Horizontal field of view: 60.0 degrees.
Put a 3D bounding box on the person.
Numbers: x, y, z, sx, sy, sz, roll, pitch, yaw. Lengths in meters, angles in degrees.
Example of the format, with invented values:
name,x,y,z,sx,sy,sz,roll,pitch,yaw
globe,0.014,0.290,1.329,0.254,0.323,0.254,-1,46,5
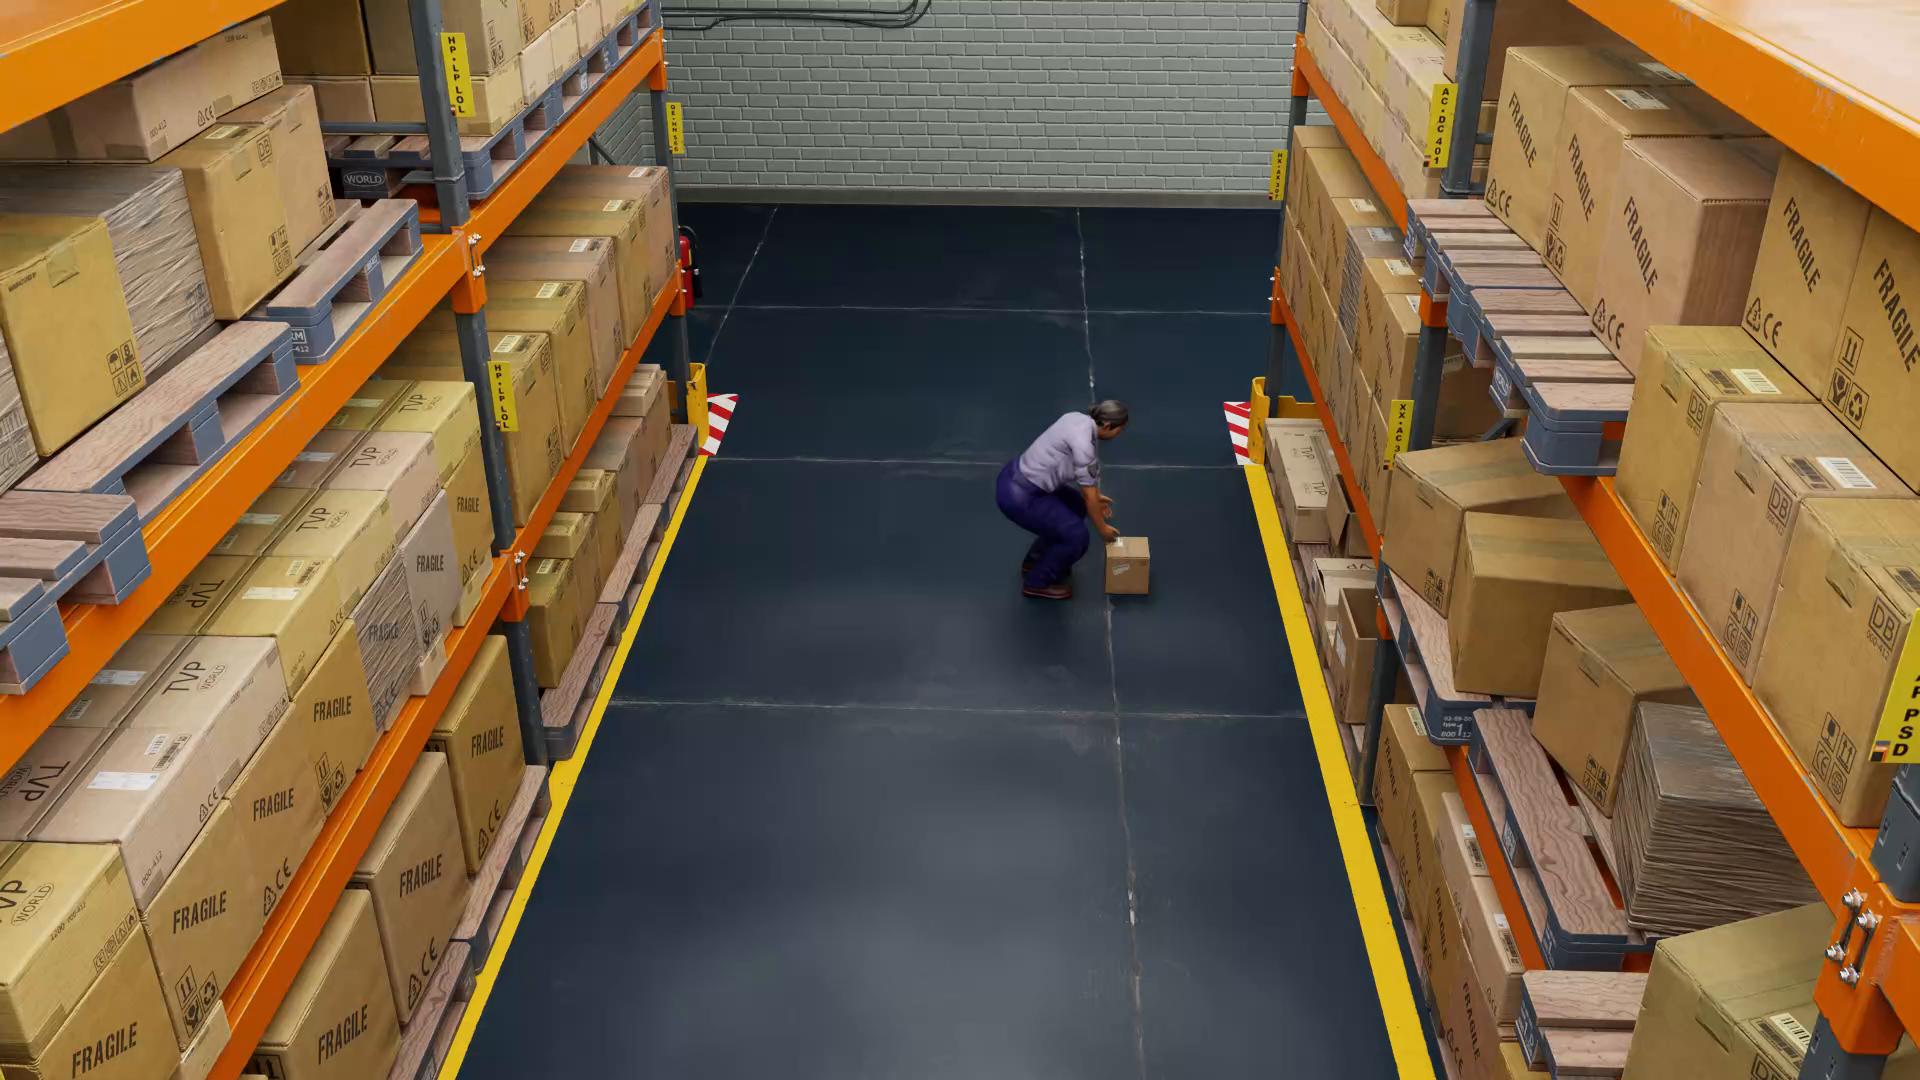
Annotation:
name,x,y,z,sx,sy,sz,roll,pitch,yaw
person,0.580,-0.270,9.657,0.752,1.169,0.540,1,28,2
